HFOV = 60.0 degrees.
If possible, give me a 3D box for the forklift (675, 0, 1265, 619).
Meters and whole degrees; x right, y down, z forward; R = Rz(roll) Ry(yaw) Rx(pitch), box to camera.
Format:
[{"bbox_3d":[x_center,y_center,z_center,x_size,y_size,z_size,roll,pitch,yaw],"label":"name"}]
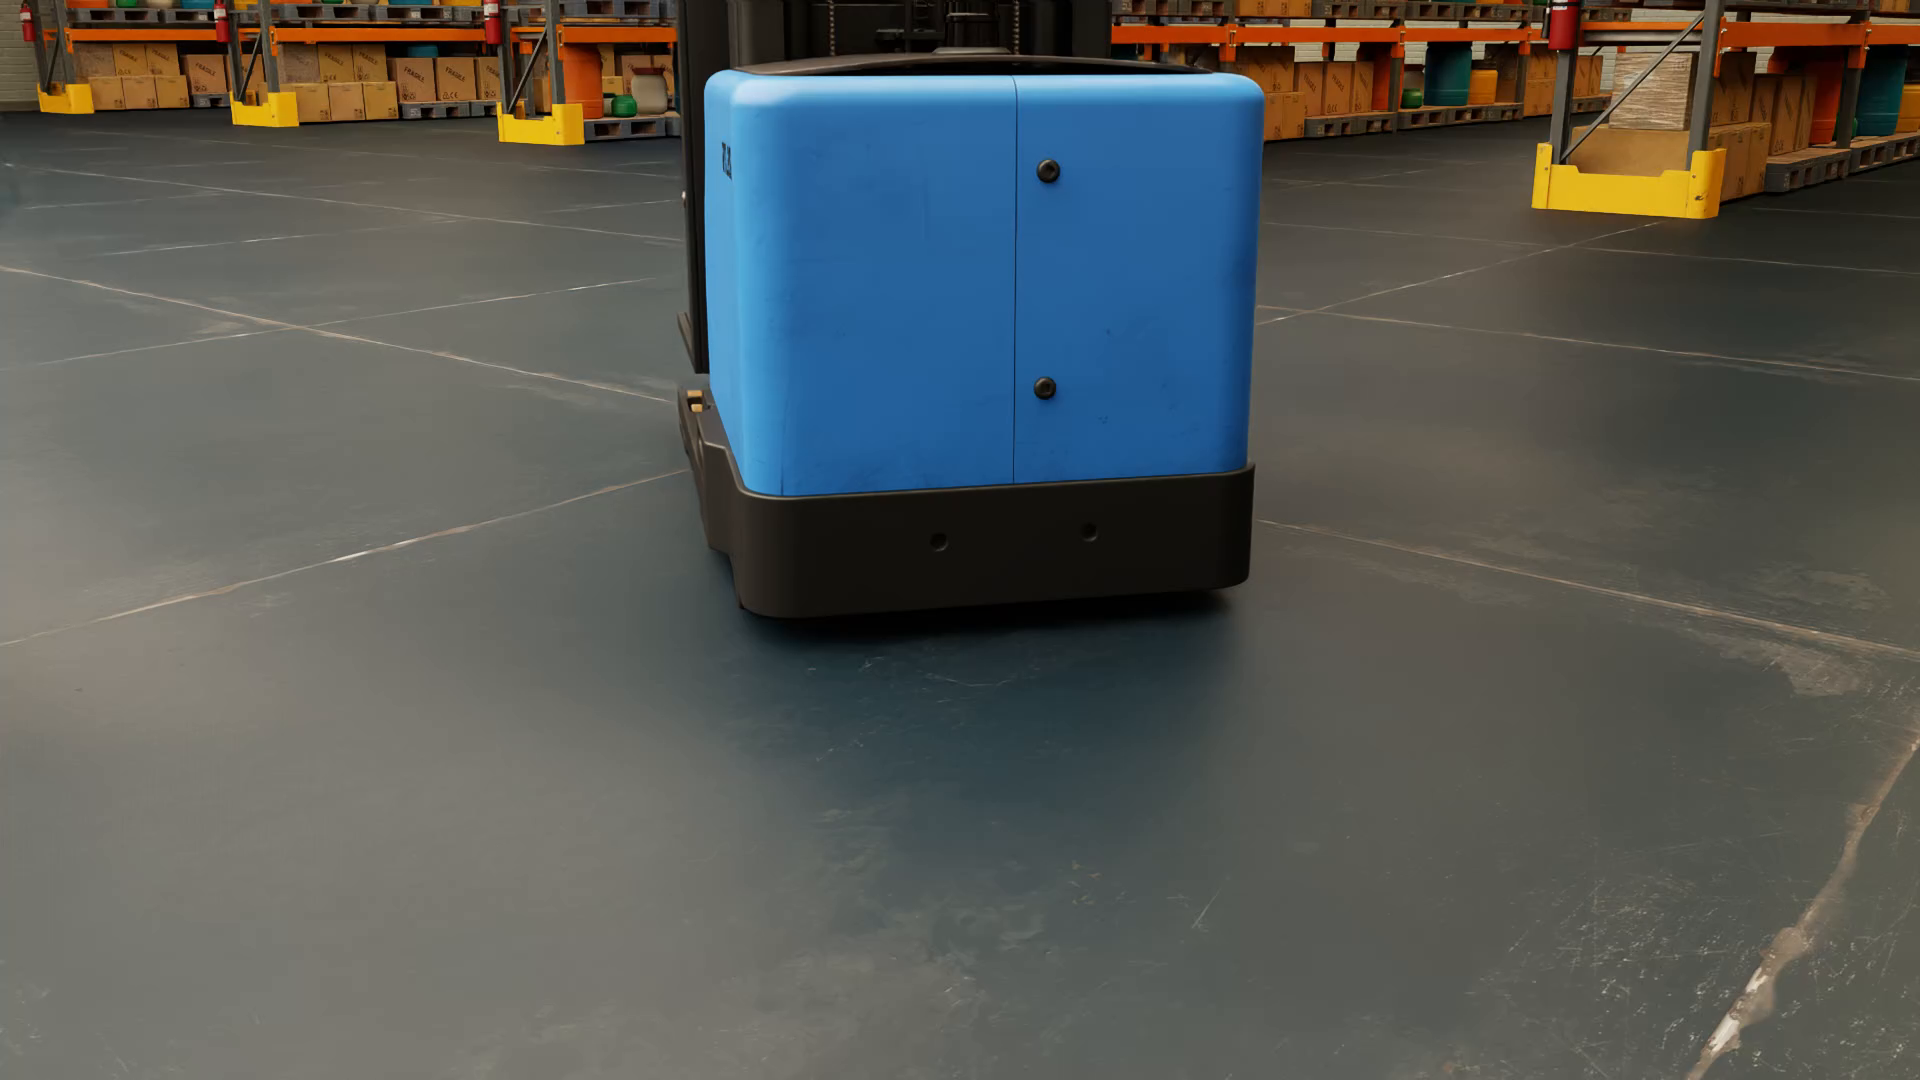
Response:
[{"bbox_3d":[-0.211,-1.638,4.292,1.130,2.935,3.031,-4,17,-12],"label":"forklift"}]
